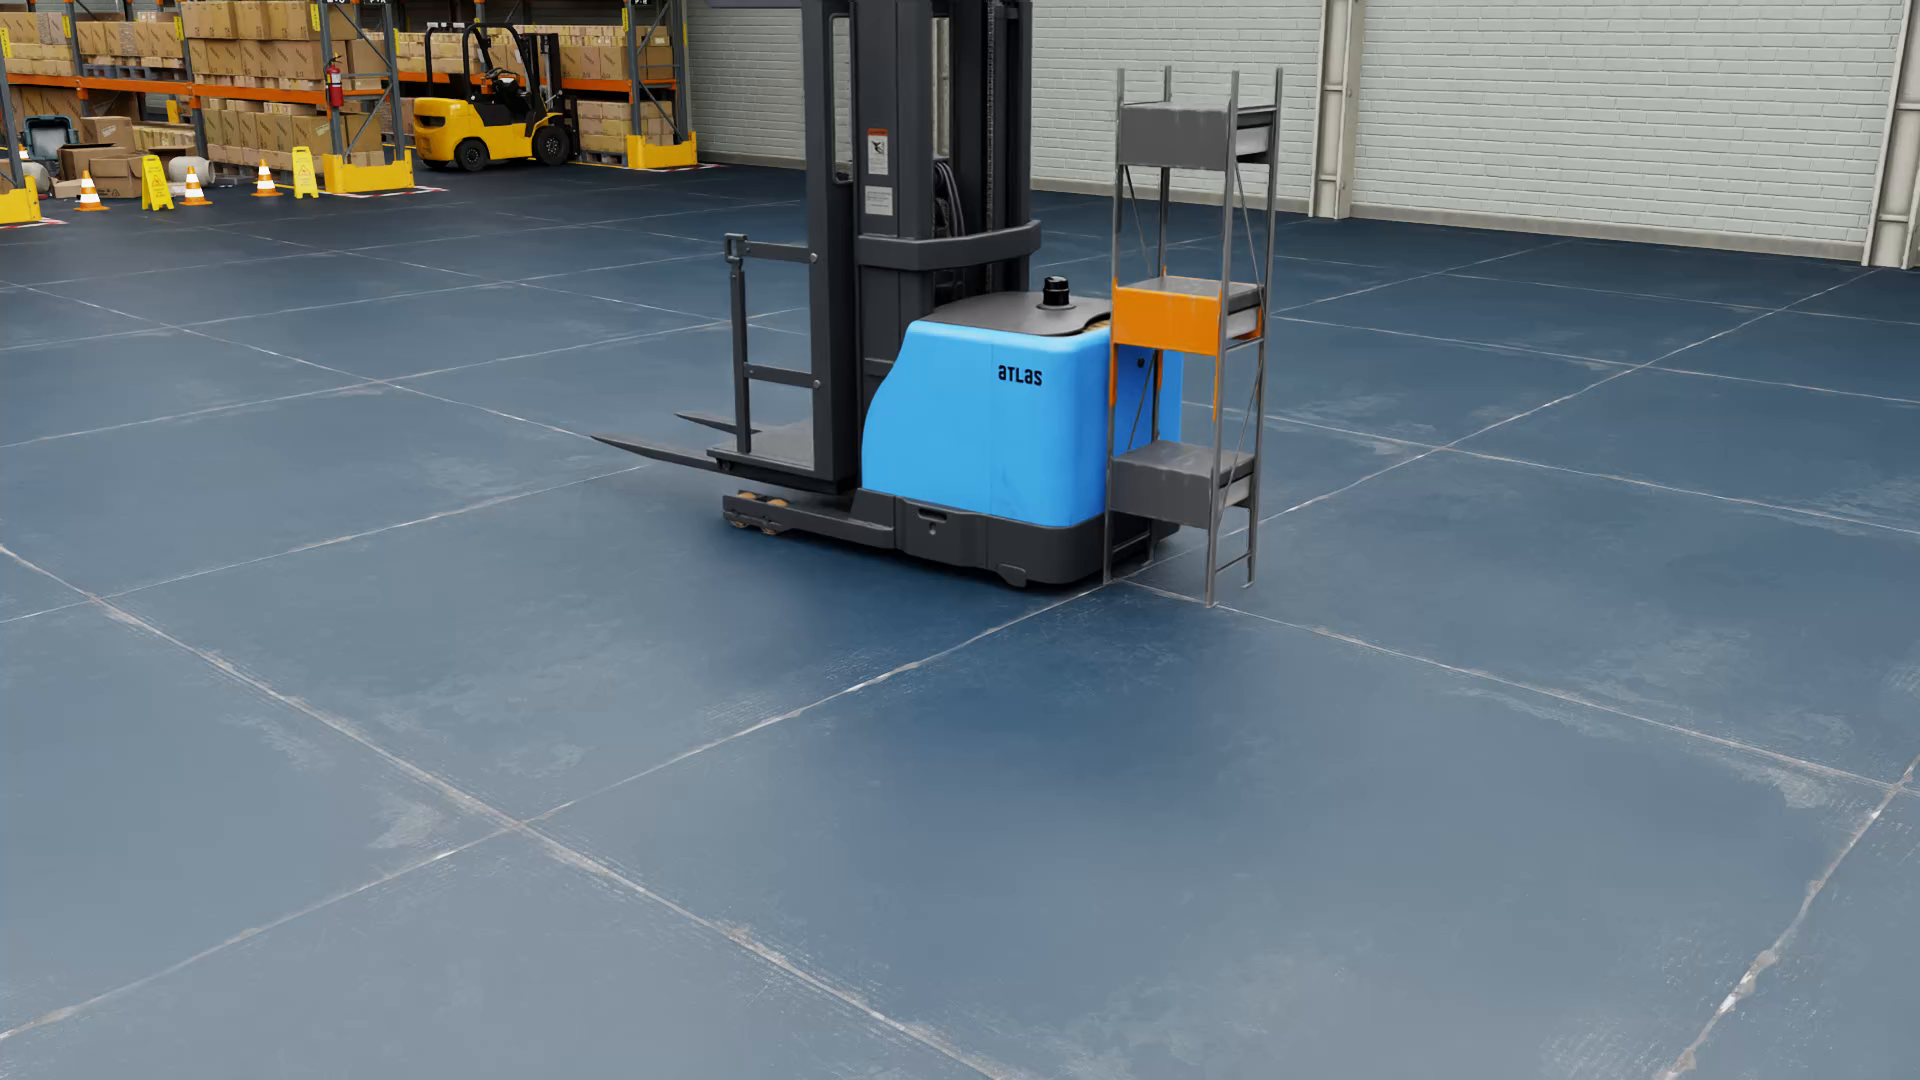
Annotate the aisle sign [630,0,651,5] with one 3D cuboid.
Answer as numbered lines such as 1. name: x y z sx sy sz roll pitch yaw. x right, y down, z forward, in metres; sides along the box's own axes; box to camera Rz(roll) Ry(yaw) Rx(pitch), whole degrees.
1. aisle sign: -4.832 -8.479 25.071 0.004 0.787 0.394 15 23 39

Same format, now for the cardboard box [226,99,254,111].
1. cardboard box: -10.268 -6.234 23.834 0.250 0.149 0.380 16 24 41

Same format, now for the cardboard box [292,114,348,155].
1. cardboard box: -8.750 -5.544 22.734 0.500 0.500 0.500 15 23 40

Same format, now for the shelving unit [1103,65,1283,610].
1. shelving unit: 0.922 -0.810 6.692 0.503 2.100 0.431 12 21 34

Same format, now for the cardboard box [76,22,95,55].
1. cardboard box: -13.778 -8.049 26.662 0.500 0.500 0.500 14 22 38

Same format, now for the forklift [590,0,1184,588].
1. forklift: -0.492 -1.533 7.597 3.031 2.935 1.130 12 21 34

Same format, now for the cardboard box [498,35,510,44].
1. cardboard box: -7.419 -8.304 27.581 0.250 0.149 0.380 16 23 41

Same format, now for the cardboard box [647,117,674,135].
1. cardboard box: -4.900 -6.588 26.438 0.500 0.250 0.500 16 23 40

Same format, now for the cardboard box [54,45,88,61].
1. cardboard box: -14.492 -8.008 27.308 0.500 0.250 0.500 15 23 39

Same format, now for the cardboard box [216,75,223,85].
1. cardboard box: -10.505 -6.658 24.046 0.250 0.149 0.380 15 23 39

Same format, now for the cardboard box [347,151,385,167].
1. cardboard box: -8.398 -5.309 23.234 0.500 0.250 0.500 15 23 39

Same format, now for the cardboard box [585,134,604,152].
1. cardboard box: -5.613 -6.334 26.461 0.500 0.250 0.500 15 23 39

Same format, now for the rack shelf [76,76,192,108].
1. rack shelf: -12.465 -7.057 26.079 4.000 0.370 1.077 15 23 39

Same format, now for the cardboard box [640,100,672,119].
1. cardboard box: -4.920 -6.825 26.356 0.500 0.250 0.500 15 23 38

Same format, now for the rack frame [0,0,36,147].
1. rack frame: -16.953 -8.605 29.766 0.127 3.000 1.000 15 23 39

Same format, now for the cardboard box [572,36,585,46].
1. cardboard box: -5.904 -7.888 26.270 0.250 0.149 0.380 14 22 38

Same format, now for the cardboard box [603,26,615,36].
1. cardboard box: -5.299 -7.885 25.767 0.250 0.149 0.380 15 23 39

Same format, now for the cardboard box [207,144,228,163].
1. cardboard box: -10.707 -5.709 24.492 0.500 0.250 0.500 14 22 37

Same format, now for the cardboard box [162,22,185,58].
1. cardboard box: -11.467 -7.429 24.710 0.500 0.500 0.500 15 23 38

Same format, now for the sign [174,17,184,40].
1. sign: -11.335 -7.424 24.132 0.005 0.325 0.100 15 23 39

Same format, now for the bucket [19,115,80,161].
1. bucket: -12.548 -5.517 22.935 0.726 0.611 0.620 -9 10 -27

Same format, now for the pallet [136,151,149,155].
1. pallet: -12.470 -6.070 26.390 1.213 0.211 1.003 15 23 39

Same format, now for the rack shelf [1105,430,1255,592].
1. rack shelf: 0.922 -0.129 6.908 0.480 0.518 0.431 12 21 34

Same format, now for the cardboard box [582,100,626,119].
1. cardboard box: -5.623 -6.808 26.304 0.500 0.250 0.500 16 23 40

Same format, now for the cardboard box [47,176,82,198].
1. cardboard box: -11.671 -4.627 21.751 0.396 0.266 0.258 -13 22 -36

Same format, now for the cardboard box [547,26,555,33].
1. cardboard box: -6.422 -8.203 26.771 0.250 0.149 0.380 15 23 39

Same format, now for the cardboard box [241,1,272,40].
1. cardboard box: -9.328 -7.097 22.705 0.500 0.500 0.700 15 23 39

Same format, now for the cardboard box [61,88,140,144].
1. cardboard box: -14.423 -7.147 27.990 0.875 0.875 0.875 15 23 39

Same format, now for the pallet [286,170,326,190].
1. pallet: -8.619 -5.053 23.183 1.213 0.211 1.003 15 23 39

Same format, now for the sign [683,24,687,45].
1. sign: -4.313 -7.894 25.964 0.005 0.325 0.100 15 23 39

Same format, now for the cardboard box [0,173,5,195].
1. cardboard box: -11.739 -4.364 19.221 0.875 0.875 0.875 15 23 40

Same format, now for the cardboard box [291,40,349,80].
1. cardboard box: -8.567 -6.431 22.261 0.500 0.500 0.500 15 23 38

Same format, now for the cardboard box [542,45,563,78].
1. cardboard box: -6.377 -7.714 26.793 0.500 0.500 0.500 15 23 40

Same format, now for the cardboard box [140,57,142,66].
1. cardboard box: -12.420 -7.404 25.704 0.250 0.149 0.380 14 22 37

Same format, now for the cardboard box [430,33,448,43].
1. cardboard box: -9.056 -8.747 28.978 0.250 0.149 0.380 15 23 40

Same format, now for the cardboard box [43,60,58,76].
1. cardboard box: -14.904 -7.872 27.705 0.500 0.250 0.500 16 23 40

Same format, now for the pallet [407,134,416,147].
1. pallet: -9.171 -7.177 29.878 1.213 0.211 1.003 15 23 39

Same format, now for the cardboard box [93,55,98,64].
1. cardboard box: -13.653 -7.710 26.669 0.250 0.149 0.380 13 22 36

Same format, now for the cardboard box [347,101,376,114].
1. cardboard box: -11.128 -7.970 31.206 0.500 0.500 0.500 16 24 41

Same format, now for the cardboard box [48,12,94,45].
1. cardboard box: -14.522 -8.371 27.210 0.500 0.500 0.500 14 23 38

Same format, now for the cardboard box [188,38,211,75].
1. cardboard box: -10.825 -7.037 24.168 0.500 0.500 0.500 15 23 39

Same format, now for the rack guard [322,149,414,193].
1. rack guard: -8.035 -5.019 22.601 0.348 0.500 1.175 15 23 39

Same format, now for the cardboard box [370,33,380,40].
1. cardboard box: -10.426 -9.098 30.084 0.250 0.149 0.380 16 23 40

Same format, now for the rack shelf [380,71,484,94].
1. rack shelf: -9.174 -8.181 29.620 4.000 0.370 1.077 15 23 39

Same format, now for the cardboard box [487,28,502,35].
1. cardboard box: -7.636 -8.490 27.675 0.250 0.149 0.380 16 23 40

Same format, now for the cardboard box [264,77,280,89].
1. cardboard box: -9.403 -6.343 23.056 0.250 0.149 0.380 15 23 39

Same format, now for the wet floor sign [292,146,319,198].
1. wet floor sign: -8.546 -4.793 21.648 0.267 0.644 0.232 -9 20 -27

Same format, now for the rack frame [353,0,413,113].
1. rack frame: -10.669 -8.925 30.777 0.127 3.000 1.000 15 23 39

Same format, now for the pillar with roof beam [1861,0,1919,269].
1. pillar with roof beam: 5.997 -5.934 11.434 0.400 9.000 9.100 15 23 39

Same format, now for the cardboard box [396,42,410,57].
1. cardboard box: -9.746 -8.738 29.607 0.500 0.250 0.500 14 23 38
